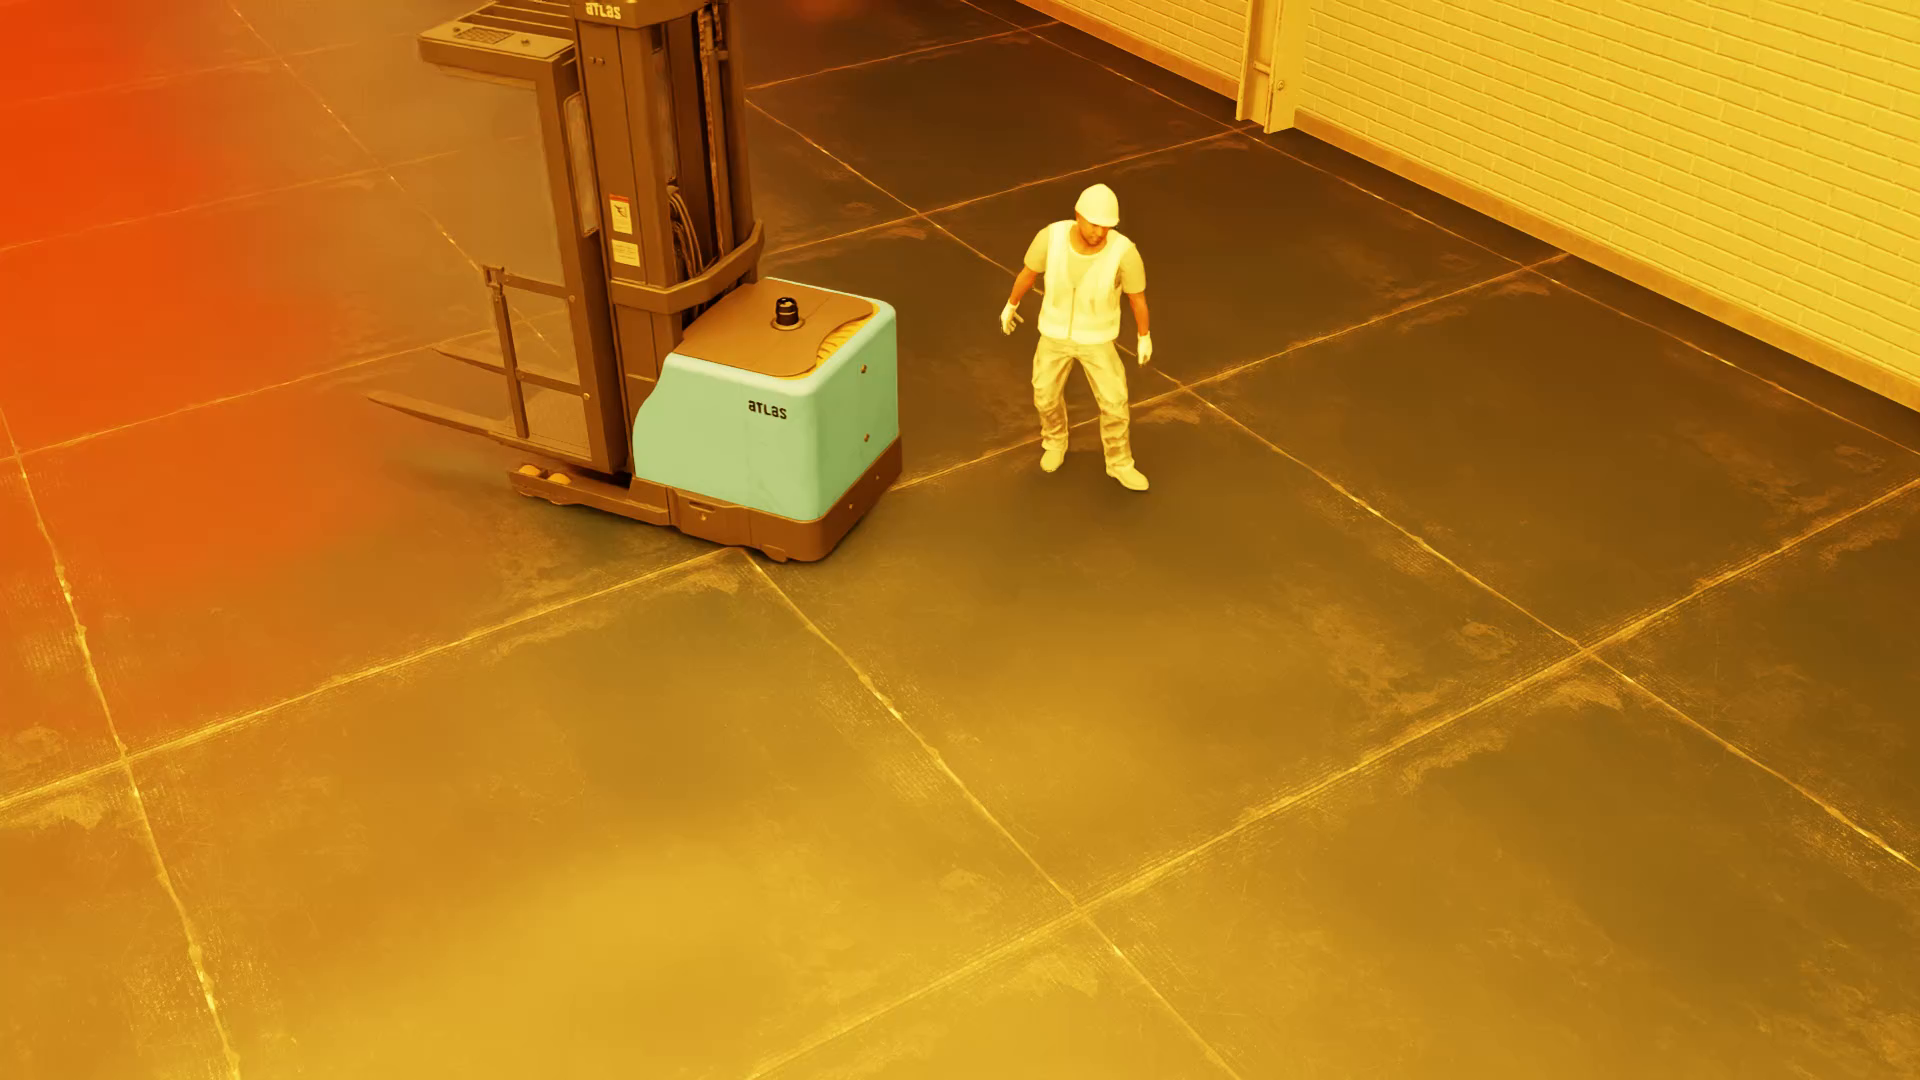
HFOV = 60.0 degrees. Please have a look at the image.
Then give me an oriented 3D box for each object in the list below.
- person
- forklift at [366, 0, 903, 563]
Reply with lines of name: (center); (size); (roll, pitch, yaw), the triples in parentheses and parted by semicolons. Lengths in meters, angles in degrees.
person: (0.626, -1.084, 8.765); (0.902, 1.747, 0.464); (12, 37, 17)
forklift: (-1.876, -1.648, 8.493); (3.031, 2.935, 1.130); (15, 38, 20)
